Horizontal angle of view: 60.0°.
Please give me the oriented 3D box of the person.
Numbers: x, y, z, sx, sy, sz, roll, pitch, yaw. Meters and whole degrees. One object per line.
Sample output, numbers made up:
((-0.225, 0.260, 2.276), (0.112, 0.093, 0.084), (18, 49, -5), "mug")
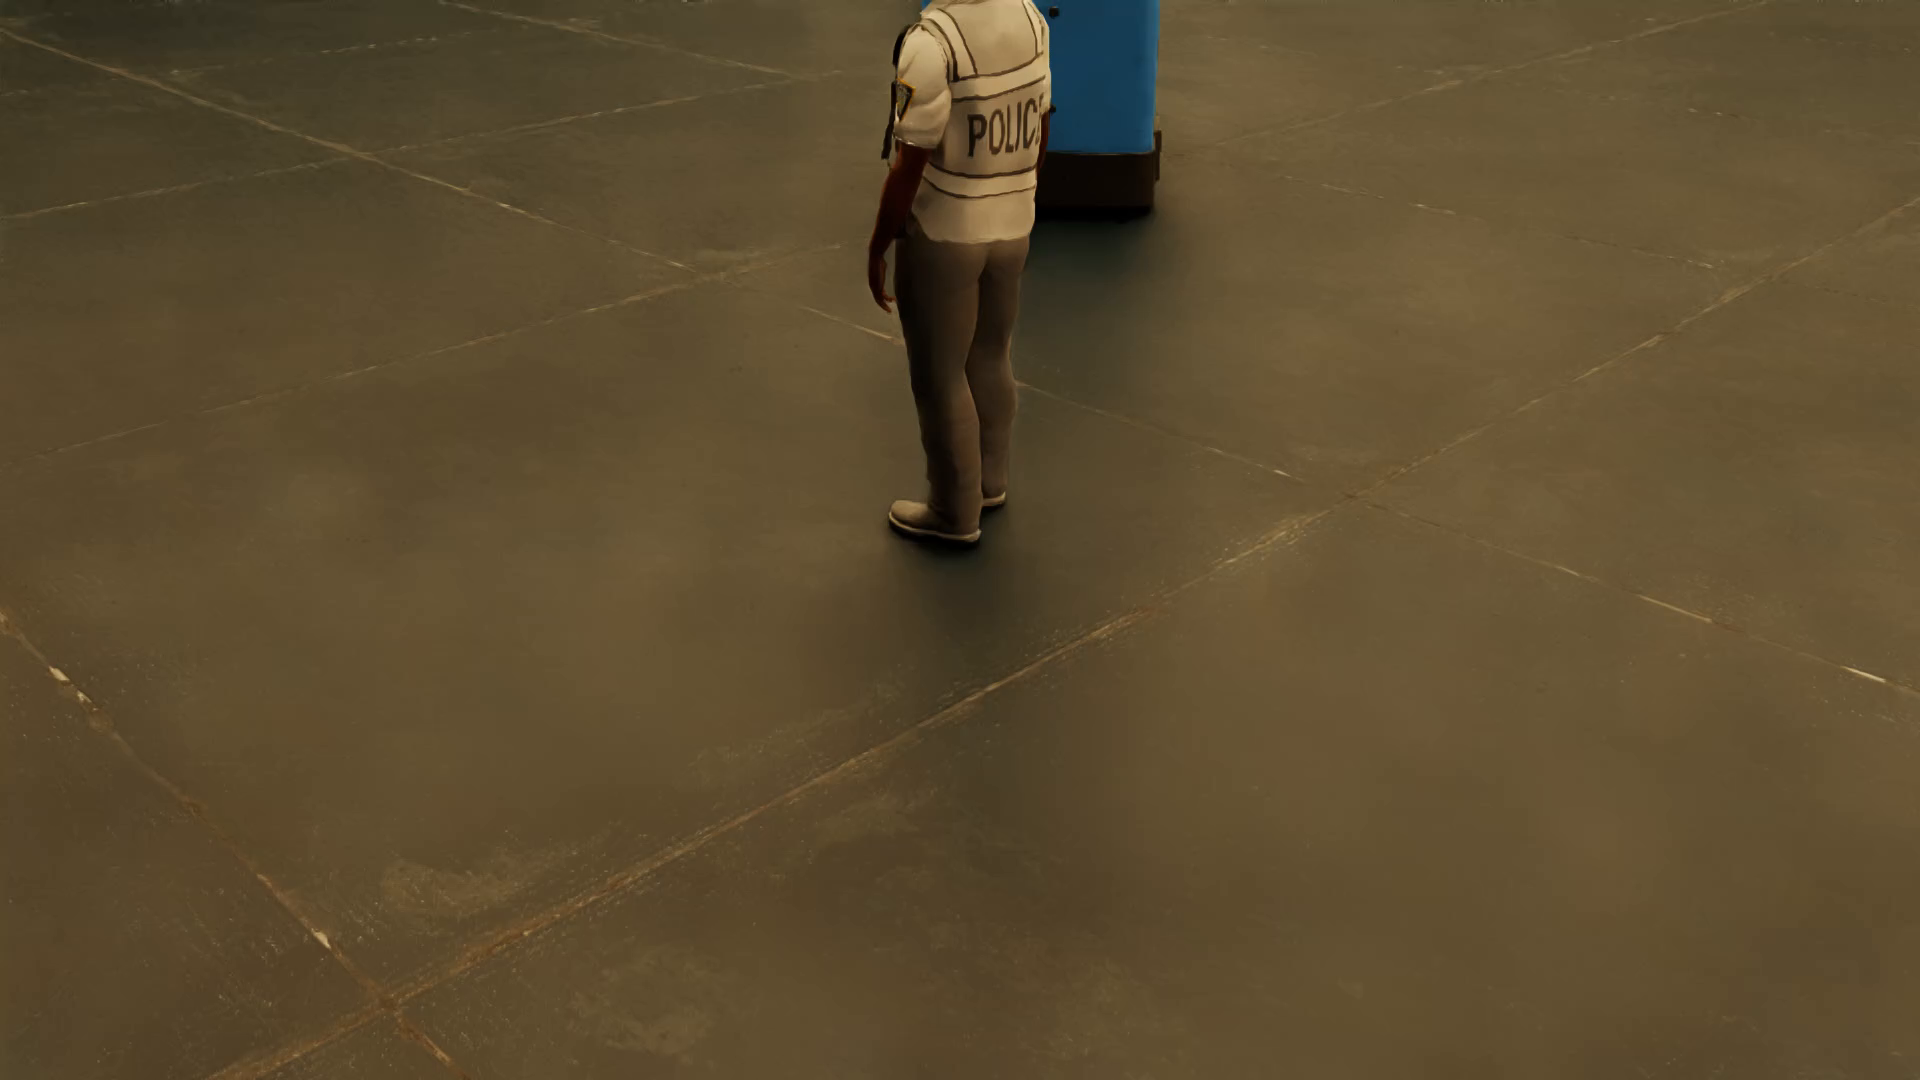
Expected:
((-0.040, -0.796, 4.227), (0.570, 1.693, 0.527), (-24, 35, -39), "person")

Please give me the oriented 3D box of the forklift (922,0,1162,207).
((0.444, -3.410, 8.168), (1.130, 2.935, 3.031), (2, 26, 4), "forklift")
